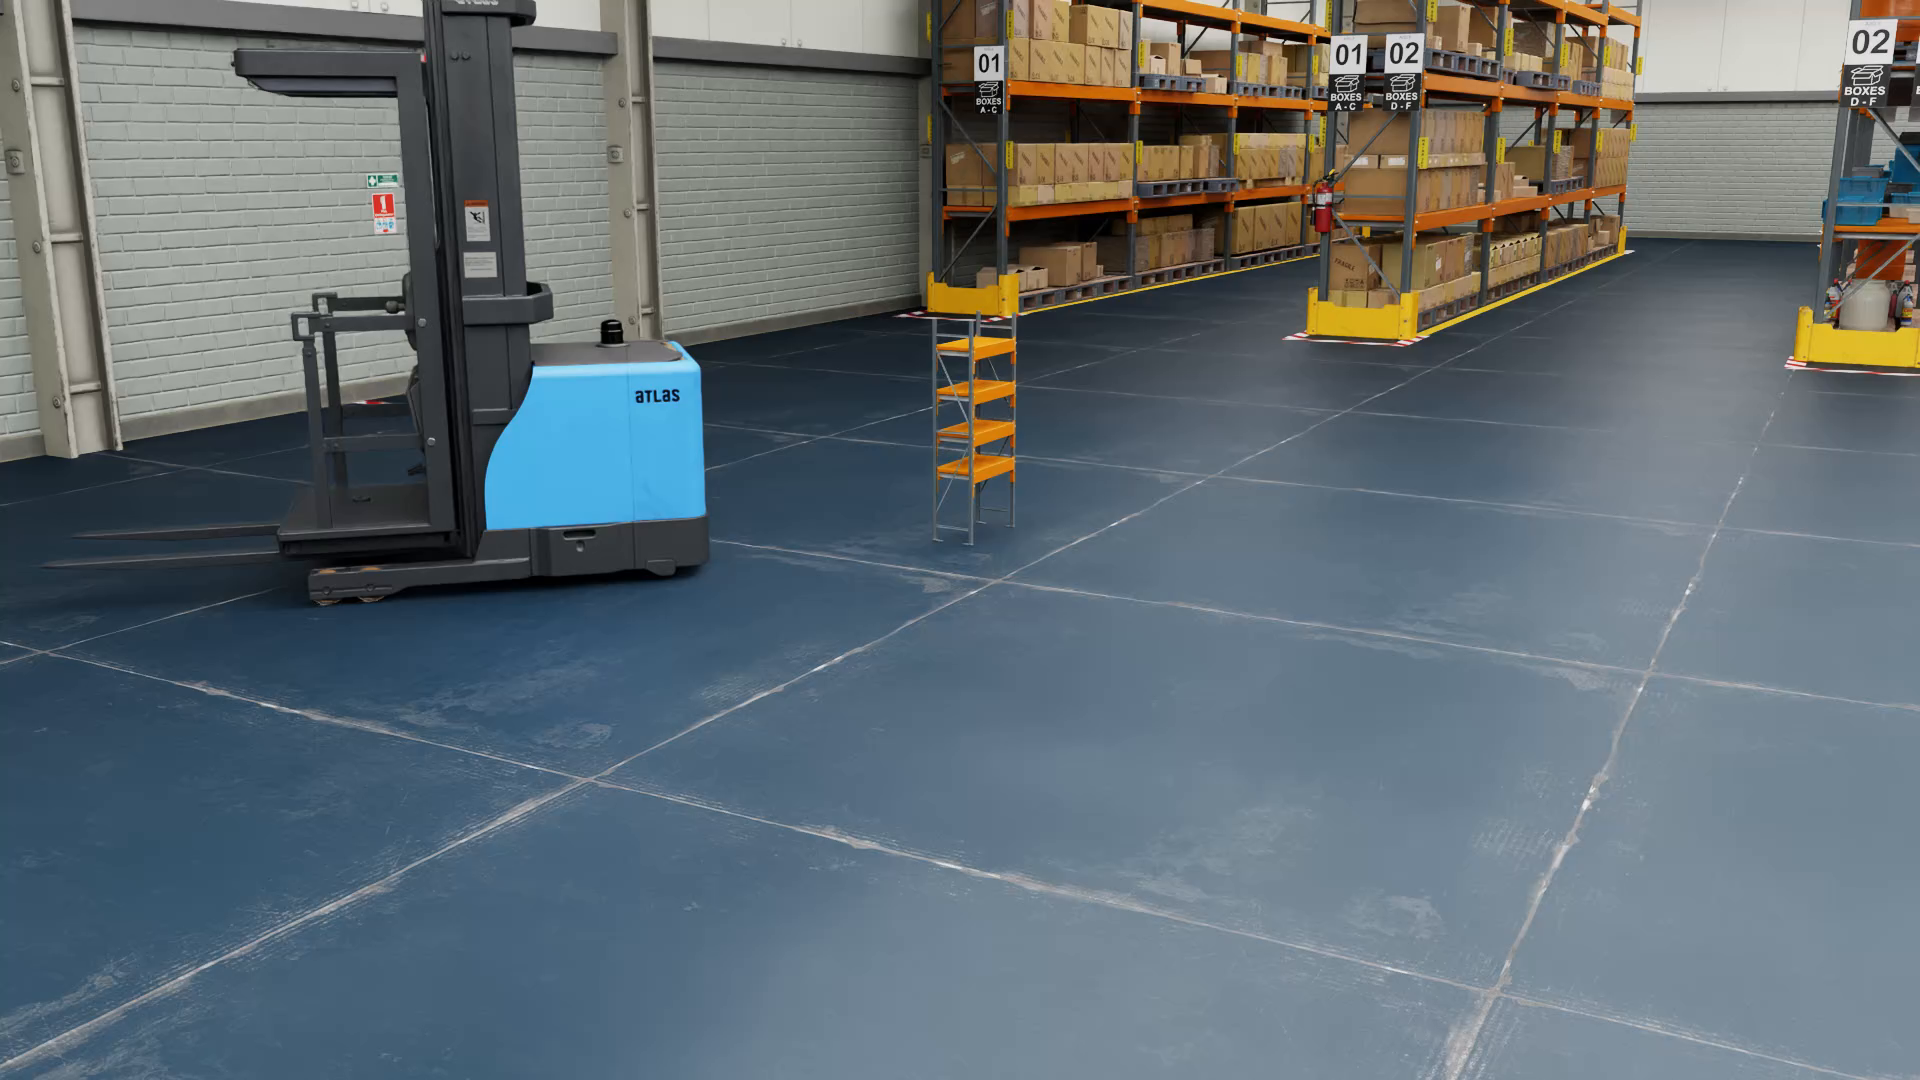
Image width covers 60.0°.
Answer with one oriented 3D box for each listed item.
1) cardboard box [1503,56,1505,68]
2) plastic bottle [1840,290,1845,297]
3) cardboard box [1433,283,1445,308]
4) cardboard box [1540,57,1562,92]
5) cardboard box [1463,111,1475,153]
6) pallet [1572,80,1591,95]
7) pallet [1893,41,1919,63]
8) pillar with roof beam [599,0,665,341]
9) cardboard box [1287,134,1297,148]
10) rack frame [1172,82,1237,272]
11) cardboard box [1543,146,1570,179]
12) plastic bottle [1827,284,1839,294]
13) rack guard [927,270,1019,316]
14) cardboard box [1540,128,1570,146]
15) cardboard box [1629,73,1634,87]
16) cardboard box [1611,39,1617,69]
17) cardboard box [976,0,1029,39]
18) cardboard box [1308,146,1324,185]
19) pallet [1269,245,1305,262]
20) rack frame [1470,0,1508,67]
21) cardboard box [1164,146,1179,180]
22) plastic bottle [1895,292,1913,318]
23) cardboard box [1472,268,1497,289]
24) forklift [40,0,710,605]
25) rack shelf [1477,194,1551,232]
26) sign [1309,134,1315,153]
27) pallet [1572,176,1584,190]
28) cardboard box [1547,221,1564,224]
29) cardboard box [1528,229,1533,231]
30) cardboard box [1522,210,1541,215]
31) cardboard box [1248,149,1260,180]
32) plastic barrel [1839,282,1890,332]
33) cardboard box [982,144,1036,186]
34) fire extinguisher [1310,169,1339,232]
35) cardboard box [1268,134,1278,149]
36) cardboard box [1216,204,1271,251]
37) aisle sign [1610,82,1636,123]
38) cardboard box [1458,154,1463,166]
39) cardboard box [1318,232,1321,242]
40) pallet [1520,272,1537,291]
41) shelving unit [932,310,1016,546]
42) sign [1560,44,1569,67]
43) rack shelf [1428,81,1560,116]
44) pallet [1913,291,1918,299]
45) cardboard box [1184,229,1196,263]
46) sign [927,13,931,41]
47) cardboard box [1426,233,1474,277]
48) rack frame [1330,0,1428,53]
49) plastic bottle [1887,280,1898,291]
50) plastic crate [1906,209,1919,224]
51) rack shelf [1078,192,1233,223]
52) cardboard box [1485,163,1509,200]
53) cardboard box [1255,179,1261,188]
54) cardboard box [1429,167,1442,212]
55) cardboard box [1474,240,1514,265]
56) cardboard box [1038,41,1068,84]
[{"bbox_3d":[6.959,-6.381,22.123,0.500,0.250,0.500,6,15,23],"label":"cardboard box"},{"bbox_3d":[9.816,-2.624,18.392,0.152,0.276,0.135,7,15,28],"label":"plastic bottle"},{"bbox_3d":[5.391,-2.890,19.591,0.500,0.250,0.500,7,15,28],"label":"cardboard box"},{"bbox_3d":[8.505,-6.974,24.946,0.910,0.500,0.500,7,15,28],"label":"cardboard box"},{"bbox_3d":[5.938,-5.036,20.543,0.700,0.500,0.500,7,15,28],"label":"cardboard box"},{"bbox_3d":[9.382,-7.222,26.591,1.213,0.211,1.003,7,15,28],"label":"pallet"},{"bbox_3d":[9.276,-4.695,16.112,1.003,0.211,1.213,7,15,28],"label":"pallet"},{"bbox_3d":[0.567,-5.732,13.609,9.100,9.000,0.400,7,15,28],"label":"pillar with roof beam"},{"bbox_3d":[5.662,-7.093,29.566,0.500,0.250,0.500,8,16,29],"label":"cardboard box"},{"bbox_3d":[3.985,-5.934,27.247,1.000,3.000,0.127,7,15,28],"label":"rack frame"},{"bbox_3d":[9.139,-5.934,26.139,0.700,0.500,0.500,11,17,38],"label":"cardboard box"},{"bbox_3d":[9.584,-2.634,18.273,0.144,0.351,0.185,8,16,30],"label":"plastic bottle"},{"bbox_3d":[0.155,-3.093,20.796,1.175,0.500,0.348,7,15,28],"label":"rack guard"},{"bbox_3d":[10.275,-6.862,28.749,0.500,0.500,0.500,7,15,28],"label":"cardboard box"},{"bbox_3d":[12.166,-8.509,30.781,0.500,0.250,0.500,7,15,28],"label":"cardboard box"},{"bbox_3d":[11.061,-8.481,29.065,0.700,0.500,0.500,7,15,28],"label":"cardboard box"},{"bbox_3d":[0.517,-6.347,20.170,0.500,0.500,0.500,6,15,24],"label":"cardboard box"},{"bbox_3d":[6.196,-7.010,31.070,0.980,0.700,0.700,8,16,29],"label":"cardboard box"},{"bbox_3d":[5.612,-5.232,30.286,1.003,0.211,1.213,7,15,28],"label":"pallet"},{"bbox_3d":[6.390,-7.469,20.815,1.000,3.000,0.127,7,15,28],"label":"rack frame"},{"bbox_3d":[2.895,-5.729,25.244,0.700,0.500,0.500,10,17,36],"label":"cardboard box"},{"bbox_3d":[10.334,-2.577,18.197,0.152,0.276,0.135,8,16,29],"label":"plastic bottle"},{"bbox_3d":[6.802,-3.475,22.018,0.500,0.250,0.500,7,15,27],"label":"cardboard box"},{"bbox_3d":[-2.824,-1.257,7.994,3.031,2.935,1.130,-4,14,-15],"label":"forklift"},{"bbox_3d":[7.357,-4.613,23.304,1.077,0.370,4.000,7,15,28],"label":"rack shelf"},{"bbox_3d":[6.399,-7.219,30.278,0.100,0.325,0.005,7,15,28],"label":"sign"},{"bbox_3d":[9.776,-5.949,27.720,1.003,0.211,1.213,7,15,28],"label":"pallet"},{"bbox_3d":[10.284,-5.342,29.186,0.500,0.500,0.500,7,15,28],"label":"cardboard box"},{"bbox_3d":[8.821,-4.697,26.510,0.500,0.500,0.500,7,15,26],"label":"cardboard box"},{"bbox_3d":[9.327,-5.281,27.331,0.500,0.250,0.500,7,15,28],"label":"cardboard box"},{"bbox_3d":[4.706,-6.314,27.932,0.500,0.500,0.500,8,16,30],"label":"cardboard box"},{"bbox_3d":[9.042,-2.309,16.621,0.421,0.512,0.421,0,14,0],"label":"plastic barrel"},{"bbox_3d":[0.612,-4.658,20.631,0.500,0.500,0.500,7,15,28],"label":"cardboard box"},{"bbox_3d":[3.993,-3.723,18.241,0.296,0.674,0.183,7,15,28],"label":"fire extinguisher"},{"bbox_3d":[5.169,-6.884,28.698,0.500,0.250,0.500,7,15,27],"label":"cardboard box"},{"bbox_3d":[4.885,-5.408,28.756,0.750,0.750,0.750,7,15,28],"label":"cardboard box"},{"bbox_3d":[12.492,-8.258,31.340,0.394,0.787,0.004,7,15,28],"label":"aisle sign"},{"bbox_3d":[5.831,-4.576,20.018,0.380,0.149,0.250,8,16,30],"label":"cardboard box"},{"bbox_3d":[6.616,-5.988,31.909,0.700,0.500,0.500,7,15,27],"label":"cardboard box"},{"bbox_3d":[7.892,-3.853,24.567,1.003,0.211,1.213,7,15,28],"label":"pallet"},{"bbox_3d":[0.080,-0.617,9.034,0.258,1.200,0.503,7,15,28],"label":"shelving unit"},{"bbox_3d":[8.806,-7.057,24.233,0.100,0.325,0.005,7,15,28],"label":"sign"},{"bbox_3d":[7.357,-6.072,22.953,1.077,0.370,4.000,7,15,28],"label":"rack shelf"},{"bbox_3d":[11.659,-3.052,21.243,1.003,0.211,1.213,7,15,28],"label":"pallet"},{"bbox_3d":[3.332,-4.686,26.467,0.700,0.500,0.500,7,15,28],"label":"cardboard box"},{"bbox_3d":[-0.358,-6.248,20.261,0.100,0.325,0.005,7,15,28],"label":"sign"},{"bbox_3d":[6.105,-3.564,20.786,0.500,0.500,0.500,7,15,28],"label":"cardboard box"},{"bbox_3d":[4.456,-6.649,17.411,1.000,3.000,0.127,7,15,28],"label":"rack frame"},{"bbox_3d":[10.539,-2.768,18.830,0.144,0.351,0.185,7,15,28],"label":"plastic bottle"},{"bbox_3d":[9.505,-3.189,16.424,0.298,0.136,0.250,7,15,28],"label":"plastic crate"},{"bbox_3d":[3.019,-5.174,25.629,1.077,0.370,4.000,7,15,28],"label":"rack shelf"},{"bbox_3d":[7.272,-4.968,23.027,0.500,0.500,0.500,7,15,28],"label":"cardboard box"},{"bbox_3d":[4.945,-6.130,28.553,0.380,0.149,0.250,8,16,29],"label":"cardboard box"},{"bbox_3d":[5.188,-4.085,19.363,0.700,0.500,0.500,7,15,28],"label":"cardboard box"},{"bbox_3d":[7.304,-3.958,22.825,0.500,0.311,0.500,7,15,26],"label":"cardboard box"},{"bbox_3d":[1.037,-6.063,21.124,0.500,0.500,0.500,8,16,31],"label":"cardboard box"}]
